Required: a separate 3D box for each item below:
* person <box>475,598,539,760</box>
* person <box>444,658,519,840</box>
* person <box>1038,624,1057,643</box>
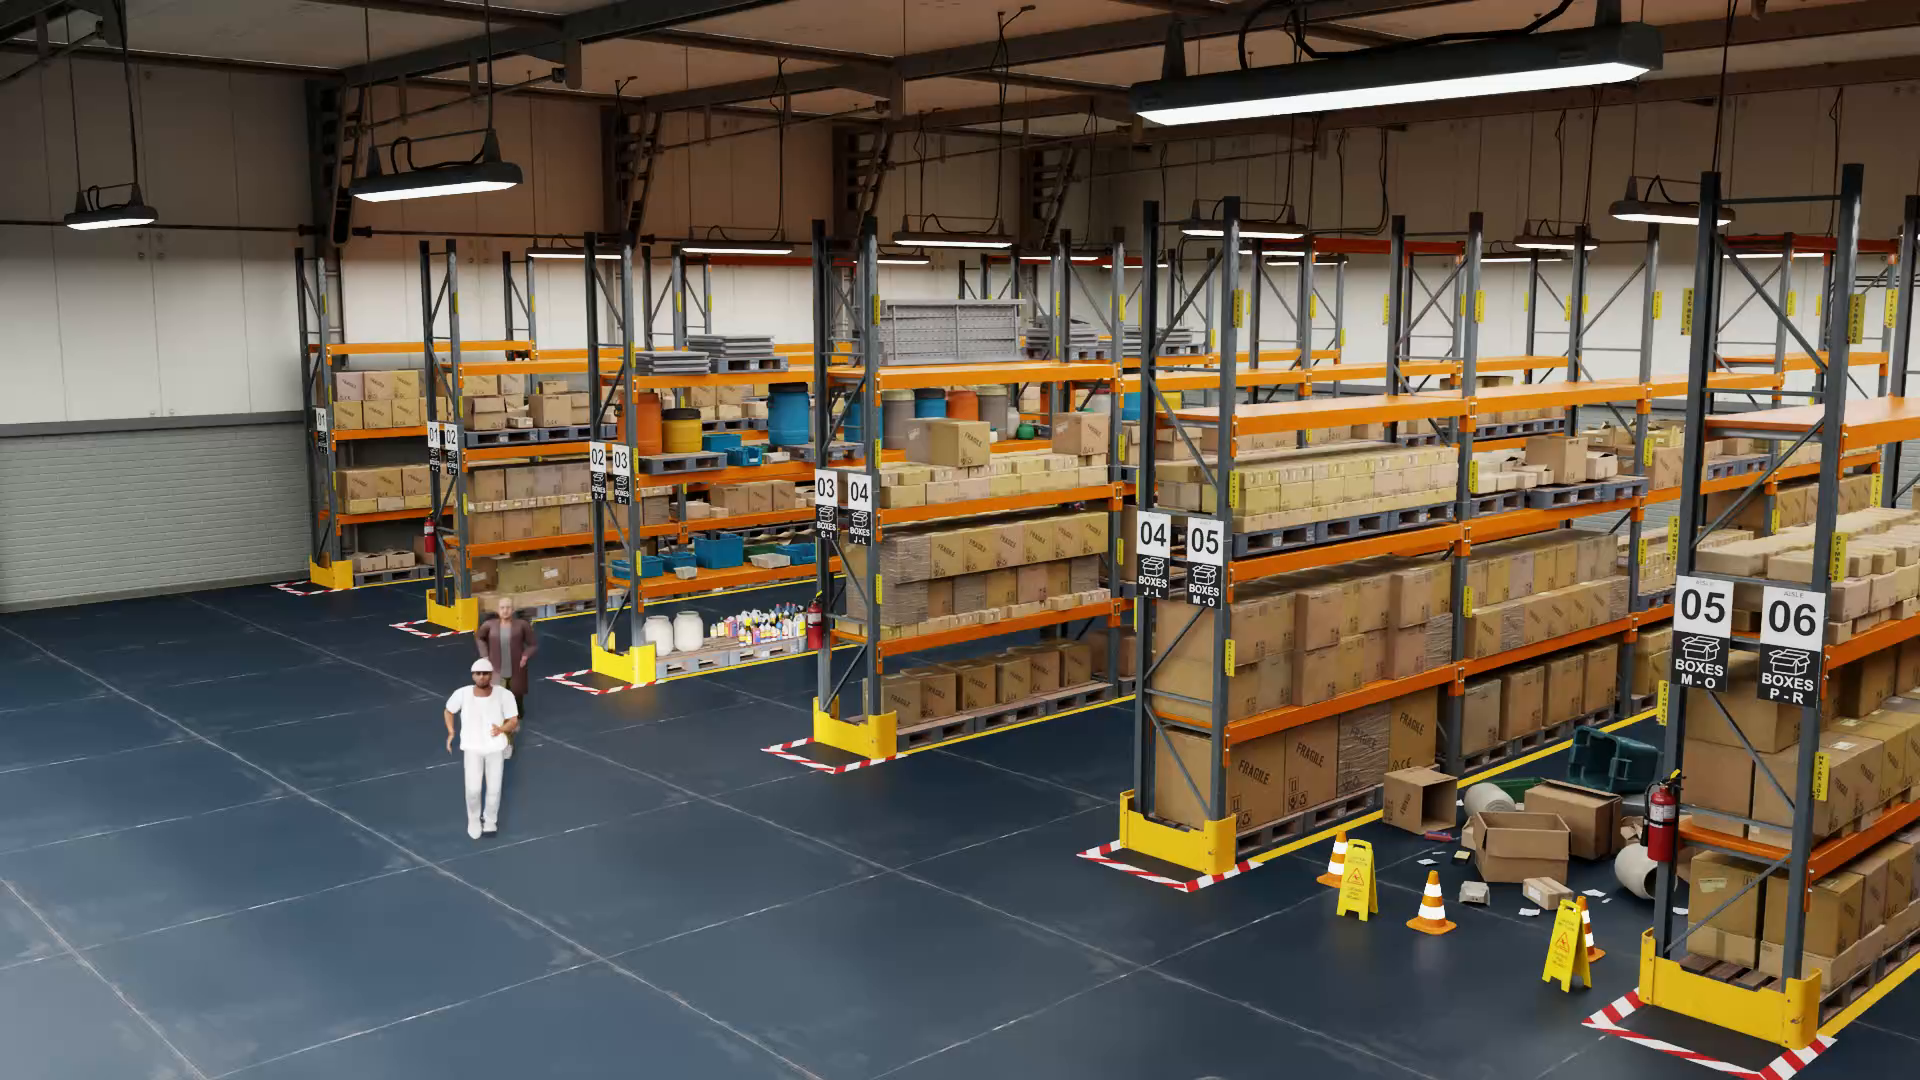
[{"bbox_3d":[-5.162,1.532,18.976,0.710,1.779,0.970,-2,9,-11],"label":"person"},{"bbox_3d":[-4.530,1.989,15.795,0.676,1.742,0.673,-3,9,-17],"label":"person"},{"bbox_3d":[1.171,0.693,23.279,0.650,1.714,0.581,-7,11,-39],"label":"person"}]
